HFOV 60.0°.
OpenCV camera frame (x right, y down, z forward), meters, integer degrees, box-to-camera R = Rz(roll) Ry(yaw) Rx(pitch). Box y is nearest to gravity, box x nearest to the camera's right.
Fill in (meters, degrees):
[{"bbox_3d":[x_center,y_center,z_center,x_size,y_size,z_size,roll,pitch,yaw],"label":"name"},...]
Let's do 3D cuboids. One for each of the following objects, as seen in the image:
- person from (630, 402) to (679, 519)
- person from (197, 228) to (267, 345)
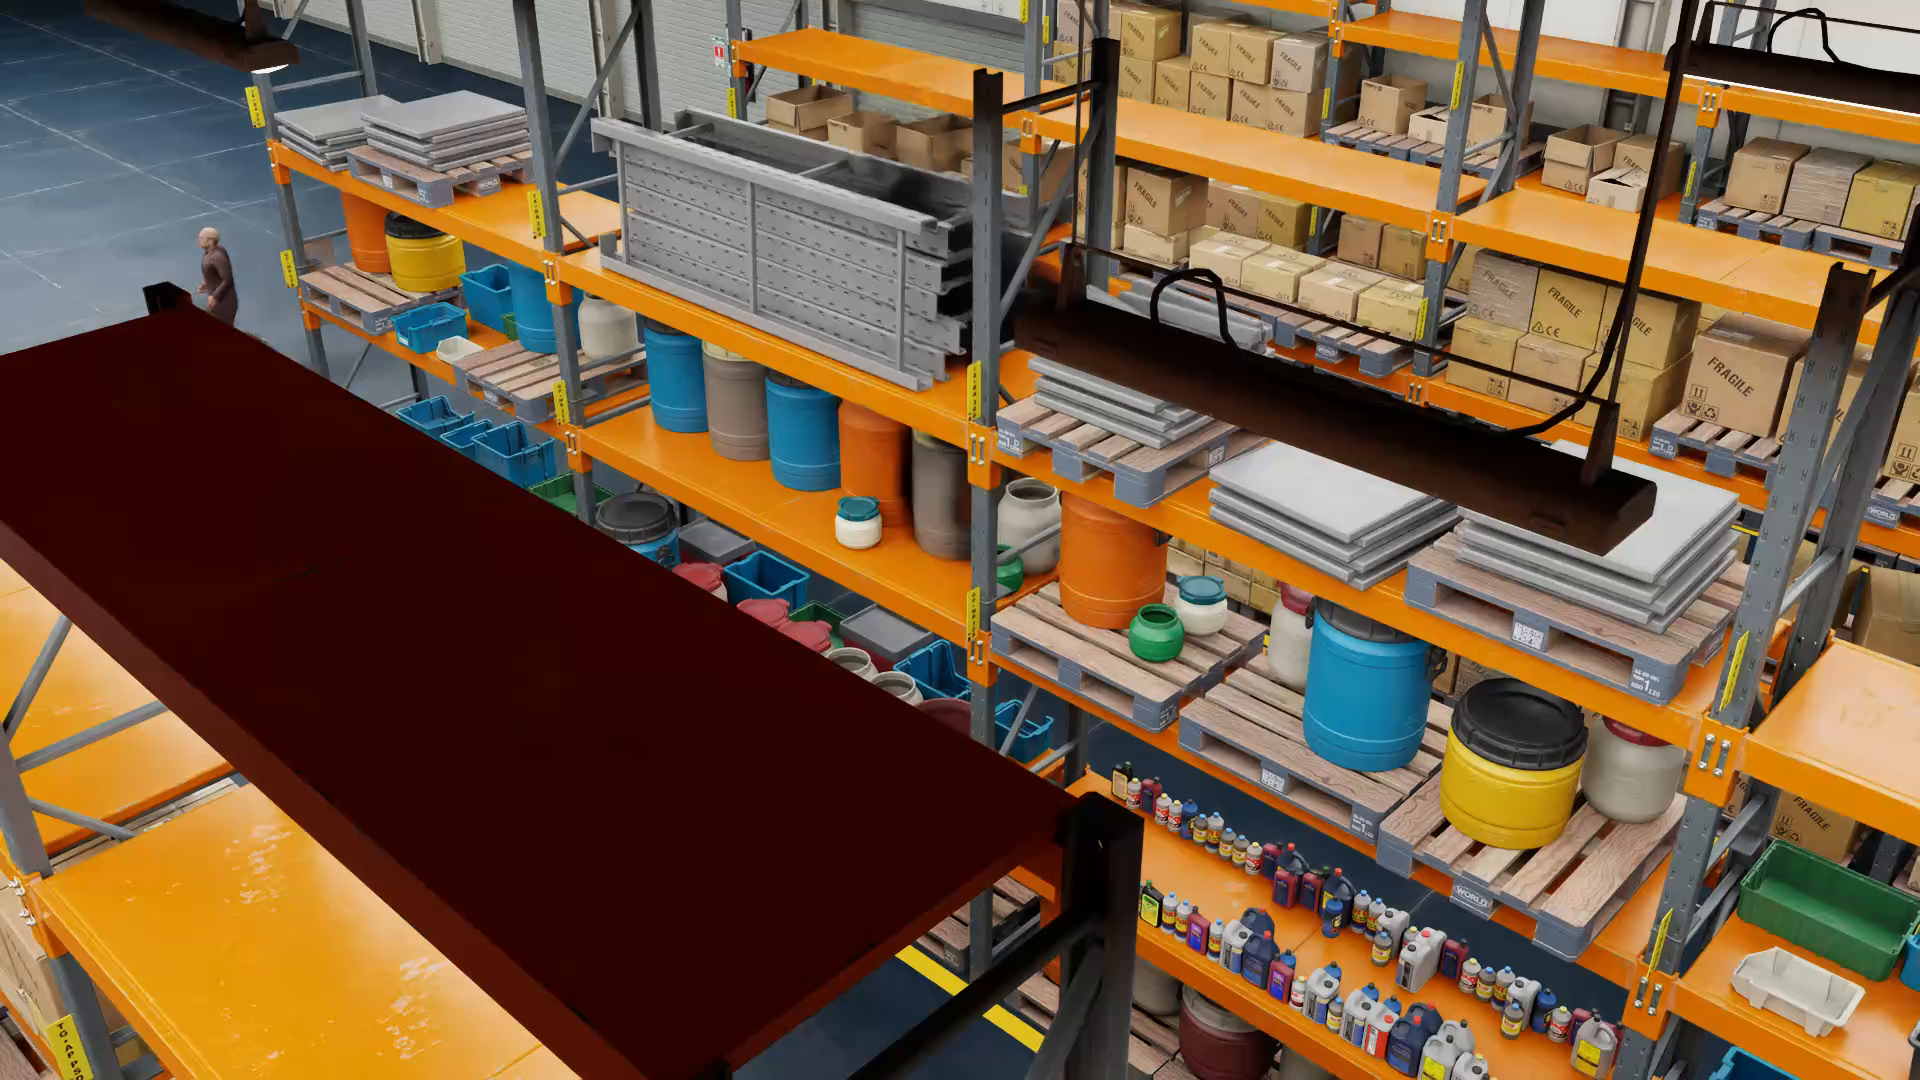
[{"bbox_3d":[-2.994,-0.766,15.829,0.607,1.723,0.692,18,34,29],"label":"person"},{"bbox_3d":[-8.582,-2.825,19.486,0.624,1.746,0.721,-12,31,-20],"label":"person"}]
